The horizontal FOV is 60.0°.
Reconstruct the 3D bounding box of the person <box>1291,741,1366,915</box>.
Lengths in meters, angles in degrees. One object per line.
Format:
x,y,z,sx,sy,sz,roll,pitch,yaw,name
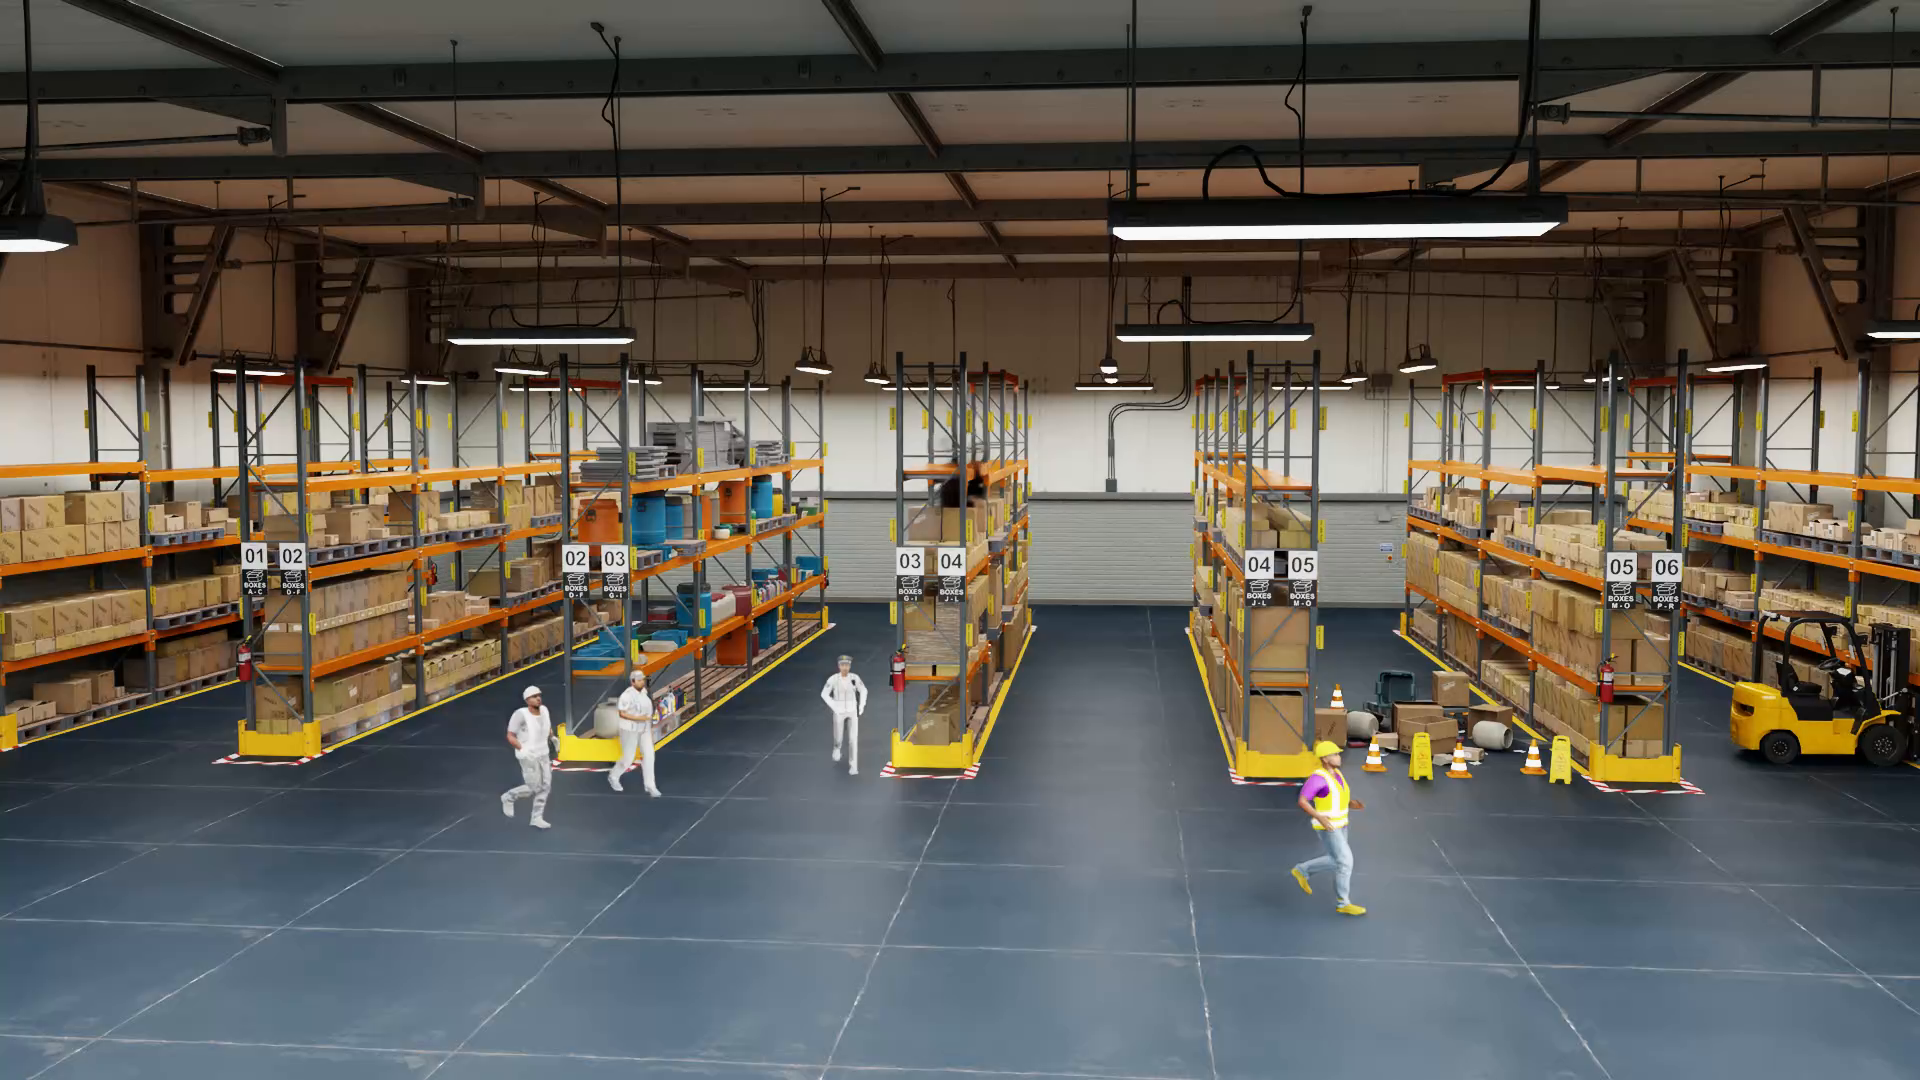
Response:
3.769,2.925,17.033,0.846,1.739,0.714,3,5,34,person

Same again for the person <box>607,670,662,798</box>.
-4.370,2.590,22.327,0.822,1.706,0.621,3,5,33,person

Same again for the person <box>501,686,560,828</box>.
-5.326,2.673,20.625,0.661,1.757,0.679,2,5,31,person

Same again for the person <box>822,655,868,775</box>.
-1.654,2.488,23.914,0.672,1.707,0.721,-1,4,-9,person
